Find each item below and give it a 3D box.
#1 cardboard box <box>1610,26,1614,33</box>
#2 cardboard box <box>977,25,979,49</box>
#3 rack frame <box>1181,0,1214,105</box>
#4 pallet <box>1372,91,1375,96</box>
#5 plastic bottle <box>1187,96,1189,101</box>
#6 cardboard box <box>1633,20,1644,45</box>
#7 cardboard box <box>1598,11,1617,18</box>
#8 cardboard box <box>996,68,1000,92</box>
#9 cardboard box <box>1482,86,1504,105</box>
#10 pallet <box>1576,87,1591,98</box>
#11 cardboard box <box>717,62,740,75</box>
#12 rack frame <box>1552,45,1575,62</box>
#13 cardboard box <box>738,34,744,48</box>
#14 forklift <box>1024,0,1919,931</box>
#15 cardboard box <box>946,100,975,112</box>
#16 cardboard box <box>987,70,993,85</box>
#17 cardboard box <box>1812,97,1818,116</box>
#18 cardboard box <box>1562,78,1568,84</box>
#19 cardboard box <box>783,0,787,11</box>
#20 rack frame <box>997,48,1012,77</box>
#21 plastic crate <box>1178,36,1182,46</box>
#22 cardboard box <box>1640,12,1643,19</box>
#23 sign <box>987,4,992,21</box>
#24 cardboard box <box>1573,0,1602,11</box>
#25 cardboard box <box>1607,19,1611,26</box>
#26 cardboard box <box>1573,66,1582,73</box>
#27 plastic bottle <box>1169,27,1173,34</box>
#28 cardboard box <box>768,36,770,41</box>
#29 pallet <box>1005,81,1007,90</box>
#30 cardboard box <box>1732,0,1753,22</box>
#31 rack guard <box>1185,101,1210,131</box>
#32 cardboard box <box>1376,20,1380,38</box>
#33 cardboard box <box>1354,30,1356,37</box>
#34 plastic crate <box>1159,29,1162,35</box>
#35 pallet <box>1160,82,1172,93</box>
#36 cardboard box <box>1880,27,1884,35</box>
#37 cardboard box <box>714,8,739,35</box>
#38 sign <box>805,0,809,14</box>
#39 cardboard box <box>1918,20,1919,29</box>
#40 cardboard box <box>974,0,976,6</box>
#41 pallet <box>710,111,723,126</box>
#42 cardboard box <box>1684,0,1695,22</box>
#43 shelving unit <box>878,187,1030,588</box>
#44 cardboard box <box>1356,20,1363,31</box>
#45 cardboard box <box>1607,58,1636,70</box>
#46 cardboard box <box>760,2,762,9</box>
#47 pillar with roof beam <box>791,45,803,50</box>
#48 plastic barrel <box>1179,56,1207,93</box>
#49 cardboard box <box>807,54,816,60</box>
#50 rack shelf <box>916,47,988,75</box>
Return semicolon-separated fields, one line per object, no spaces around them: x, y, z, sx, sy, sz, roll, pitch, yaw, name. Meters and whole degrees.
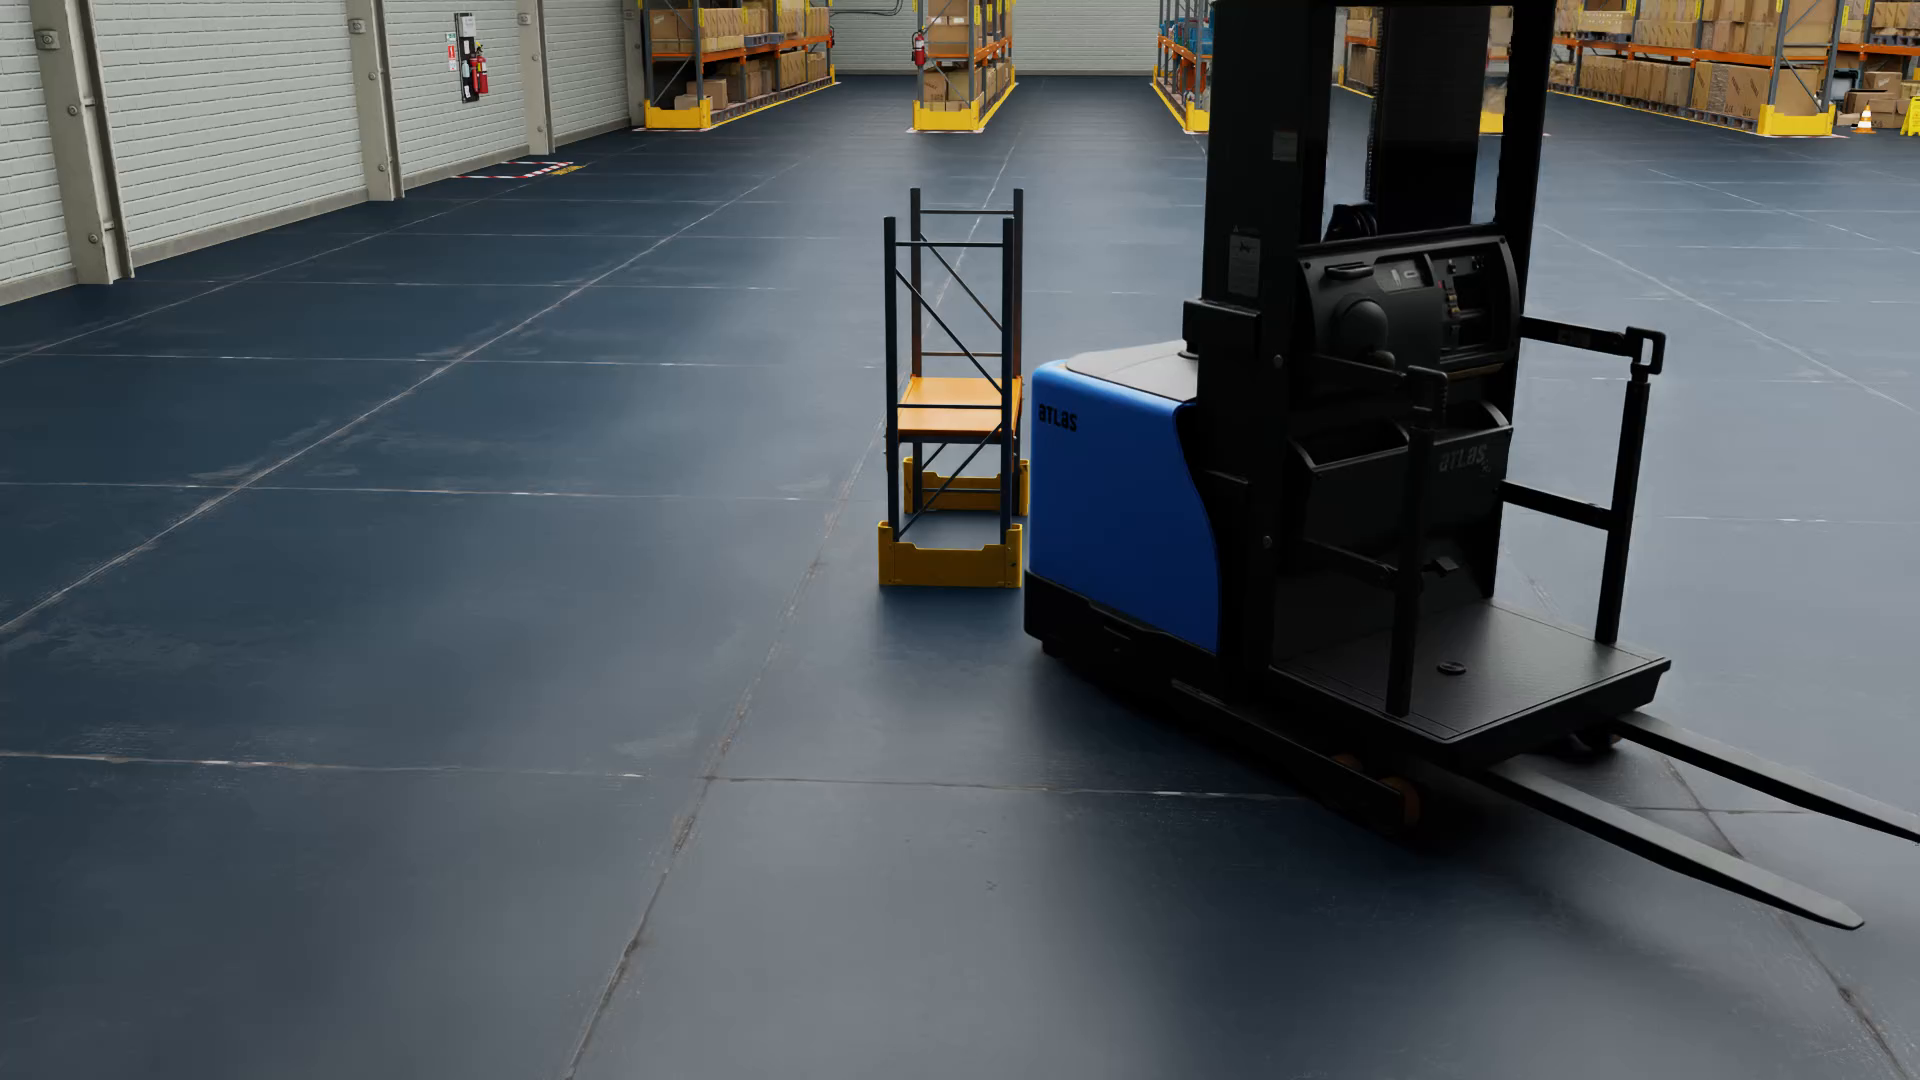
14.759;-11.407;37.147;0.380;0.149;0.250;2;18;5;cardboard box
0.012;-10.038;33.080;0.700;0.500;0.500;1;18;2;cardboard box
4.978;-10.017;33.175;1.000;3.000;0.127;1;18;4;rack frame
10.511;-10.824;40.118;1.003;0.211;1.213;1;18;4;pallet
4.441;-8.390;31.879;0.152;0.276;0.135;1;18;2;plastic bottle
14.843;-10.920;35.773;0.500;0.500;0.500;1;18;5;cardboard box
14.837;-12.014;38.044;0.380;0.149;0.250;2;18;6;cardboard box
0.642;-10.527;38.040;0.500;0.500;0.500;2;18;6;cardboard box
9.701;-8.056;30.530;0.500;0.500;0.500;6;19;18;cardboard box
15.377;-10.682;39.683;1.003;0.211;1.213;1;18;4;pallet
-4.840;-9.981;35.171;0.500;0.250;0.500;1;18;3;cardboard box
15.718;-13.491;43.778;1.000;3.000;0.127;1;18;4;rack frame
-4.636;-10.022;33.401;0.500;0.250;0.500;1;18;4;cardboard box
1.498;-0.710;4.883;1.130;2.935;3.031;-12;22;-33;forklift
0.011;-7.941;30.581;0.500;0.250;0.500;1;18;4;cardboard box
0.462;-10.044;36.098;0.500;0.311;0.500;1;18;4;cardboard box
15.770;-8.072;31.252;0.500;0.500;0.500;4;19;13;cardboard box
15.176;-11.385;41.256;0.380;0.149;0.250;1;18;2;cardboard box
-4.290;-12.337;38.382;0.500;0.250;0.500;1;18;3;cardboard box
0.897;-13.855;44.890;1.000;3.000;0.127;1;18;4;rack frame
4.821;-10.463;34.878;0.450;0.188;0.662;1;18;4;plastic crate
15.429;-11.750;37.240;0.380;0.149;0.250;1;18;2;cardboard box
0.591;-10.566;33.333;0.100;0.325;0.005;1;18;4;sign
15.195;-13.065;40.233;0.500;0.500;0.500;1;18;2;cardboard box
14.778;-11.634;37.362;0.380;0.149;0.250;1;18;4;cardboard box
15.197;-11.493;40.628;0.380;0.149;0.250;2;18;5;cardboard box
5.112;-12.193;40.018;0.152;0.276;0.135;1;18;4;plastic bottle
-4.363;-11.467;37.974;0.380;0.149;0.250;1;18;3;cardboard box
0.661;-11.501;42.184;1.003;0.211;1.213;1;18;4;pallet
14.668;-9.732;30.331;0.875;0.550;0.500;1;18;4;cardboard box
4.649;-7.611;29.848;1.175;0.500;0.348;1;18;4;rack guard
10.174;-12.145;39.509;0.500;0.500;0.500;1;18;4;cardboard box
10.334;-13.011;42.718;0.380;0.149;0.250;1;18;3;cardboard box
5.338;-13.269;43.428;0.250;0.136;0.298;1;18;4;plastic crate
5.565;-11.405;41.892;1.003;0.211;1.213;1;18;4;pallet
19.826;-10.824;35.367;0.380;0.149;0.250;0;18;1;cardboard box
-4.660;-10.224;32.811;0.500;0.500;0.500;1;18;4;cardboard box
-3.789;-13.226;41.237;0.100;0.325;0.005;1;18;4;sign
19.684;-10.536;33.448;0.500;0.500;0.500;2;18;6;cardboard box
-0.060;-10.342;31.924;0.700;0.500;0.500;1;18;4;cardboard box
-5.092;-7.946;31.333;1.003;0.211;1.213;1;18;4;pallet
14.922;-10.601;33.192;0.700;0.500;0.500;1;18;3;cardboard box
-0.005;-0.689;7.117;0.587;1.500;1.083;1;18;4;shelving unit
10.372;-13.080;42.288;0.500;0.250;0.500;1;18;3;cardboard box
14.957;-10.750;37.548;0.500;0.250;0.500;2;18;5;cardboard box
-4.612;-11.937;37.127;0.380;0.149;0.250;-1;18;-3;cardboard box
-0.419;-17.577;46.615;9.100;9.000;0.400;1;18;4;pillar with roof beam
5.282;-10.580;37.704;0.600;0.830;0.708;1;18;4;plastic barrel
-3.931;-12.537;43.164;0.380;0.149;0.250;1;18;2;cardboard box
-0.106;-9.165;31.733;1.077;0.370;4.000;1;18;4;rack shelf
